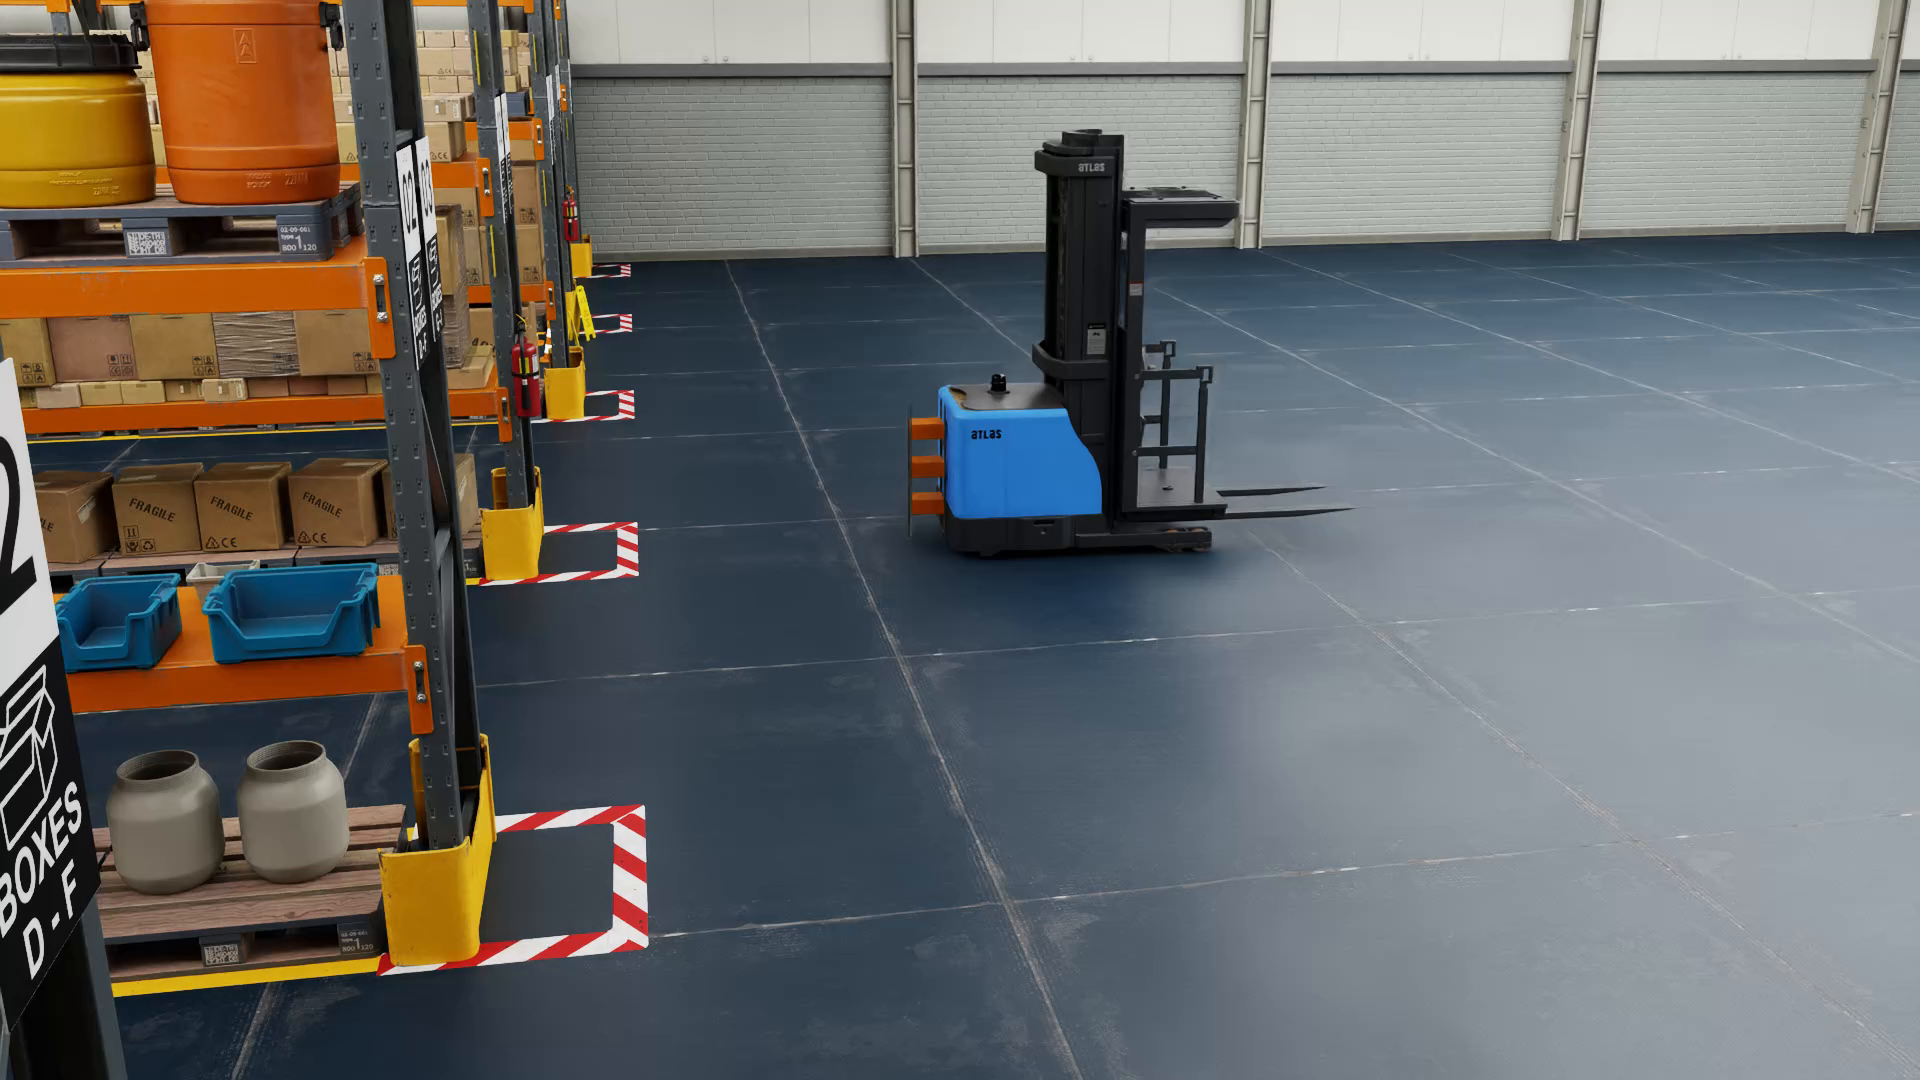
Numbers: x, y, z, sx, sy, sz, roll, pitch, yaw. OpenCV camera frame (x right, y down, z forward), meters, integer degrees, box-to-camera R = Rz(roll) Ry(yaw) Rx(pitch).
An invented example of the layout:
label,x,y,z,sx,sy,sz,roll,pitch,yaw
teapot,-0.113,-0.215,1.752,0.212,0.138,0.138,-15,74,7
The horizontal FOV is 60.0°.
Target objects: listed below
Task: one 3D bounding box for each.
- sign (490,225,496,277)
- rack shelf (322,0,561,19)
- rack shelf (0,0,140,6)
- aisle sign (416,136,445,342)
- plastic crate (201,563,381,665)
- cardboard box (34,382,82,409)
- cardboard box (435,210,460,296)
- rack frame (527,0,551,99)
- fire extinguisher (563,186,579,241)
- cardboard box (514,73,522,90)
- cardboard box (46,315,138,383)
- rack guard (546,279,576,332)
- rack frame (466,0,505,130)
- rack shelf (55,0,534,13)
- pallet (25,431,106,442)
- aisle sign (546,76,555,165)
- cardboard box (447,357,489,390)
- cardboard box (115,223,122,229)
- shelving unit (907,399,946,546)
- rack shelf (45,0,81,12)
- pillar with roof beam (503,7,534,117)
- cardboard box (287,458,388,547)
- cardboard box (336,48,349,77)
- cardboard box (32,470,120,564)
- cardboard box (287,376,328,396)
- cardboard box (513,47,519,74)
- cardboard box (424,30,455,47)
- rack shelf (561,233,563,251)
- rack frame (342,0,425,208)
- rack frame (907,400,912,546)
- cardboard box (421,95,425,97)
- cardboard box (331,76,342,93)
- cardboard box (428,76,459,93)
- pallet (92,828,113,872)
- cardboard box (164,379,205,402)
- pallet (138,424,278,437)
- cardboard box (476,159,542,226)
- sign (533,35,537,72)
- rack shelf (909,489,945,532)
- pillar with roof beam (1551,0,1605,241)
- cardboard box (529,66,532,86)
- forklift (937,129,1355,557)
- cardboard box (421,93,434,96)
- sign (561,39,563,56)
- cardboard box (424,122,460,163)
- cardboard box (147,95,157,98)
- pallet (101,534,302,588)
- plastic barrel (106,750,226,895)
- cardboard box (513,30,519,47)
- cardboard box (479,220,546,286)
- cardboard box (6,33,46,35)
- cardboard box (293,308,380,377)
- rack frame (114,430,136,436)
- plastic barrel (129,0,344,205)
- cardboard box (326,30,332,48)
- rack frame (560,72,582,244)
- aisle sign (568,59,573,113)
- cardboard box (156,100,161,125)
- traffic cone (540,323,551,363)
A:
label,x,y,z,sx,sy,sz,roll,pitch,yaw
sign,-3.032,-1.876,10.800,0.005,0.325,0.100,-3,17,-10
rack shelf,-7.906,-7.841,24.421,4.000,0.370,1.077,-3,17,-10
rack shelf,-11.834,-7.618,23.696,4.000,0.370,1.077,-3,17,-10
aisle sign,-2.163,-1.236,6.799,0.004,0.787,0.394,-3,17,-10
plastic crate,-2.612,0.281,6.542,0.616,0.251,0.499,-3,17,-10
cardboard box,-5.792,-0.966,10.775,0.250,0.149,0.380,-3,17,-10
cardboard box,-3.611,-1.898,11.004,0.500,0.500,0.500,-3,17,-10
rack frame,-3.959,-5.636,15.334,0.127,3.000,1.000,-3,17,-10
fire extinguisher,-4.798,-4.026,20.442,0.183,0.674,0.296,-3,17,-10
cardboard box,-4.357,-4.404,15.973,0.250,0.149,0.380,-3,17,-10
cardboard box,-5.622,-1.381,11.024,0.500,0.500,0.875,-3,17,-10
rack guard,-5.072,-2.990,21.195,0.348,0.500,1.175,-3,17,-10
rack frame,-3.117,-4.200,10.660,0.127,3.000,1.000,-3,17,-10
rack shelf,-5.923,-4.989,15.135,4.000,0.370,1.077,-3,17,-10
pallet,-8.630,-1.147,15.688,1.213,0.211,1.003,-3,17,-10
aisle sign,-3.833,-3.928,15.564,0.004,0.787,0.394,-3,17,-10
cardboard box,-3.358,-1.137,11.332,0.250,0.149,0.380,-3,17,-10
cardboard box,-5.084,-1.816,10.737,0.500,0.500,0.500,-3,17,-10
shelving unit,-0.245,-0.491,12.123,0.252,1.050,0.215,-2,17,-8
rack shelf,-9.850,-4.766,14.410,4.000,0.370,1.077,-3,17,-10
pillar with roof beam,-5.981,-7.468,21.299,0.400,9.000,9.100,-3,17,-10
cardboard box,-4.314,-0.265,11.608,0.500,0.500,0.500,1,17,4
cardboard box,-5.371,-4.358,15.145,0.500,0.250,0.500,-3,17,-11
cardboard box,-6.083,-0.160,11.267,0.500,0.500,0.500,2,17,7
cardboard box,-4.341,-1.083,11.157,0.250,0.149,0.380,-3,17,-10
cardboard box,-4.482,-4.568,15.830,0.500,0.250,0.500,-3,17,-11
cardboard box,-4.722,-4.567,15.148,0.250,0.149,0.380,-3,17,-10
rack shelf,-6.961,-3.734,20.585,4.000,0.370,1.077,-3,17,-10
rack frame,-2.178,-2.772,6.011,0.127,3.000,1.000,-3,17,-10
rack frame,-0.366,-0.486,12.107,0.008,1.050,0.200,-2,17,-8
cardboard box,-3.609,-2.799,10.784,0.250,0.149,0.380,-4,17,-12
cardboard box,-5.719,-4.129,15.080,0.250,0.149,0.380,-3,17,-10
cardboard box,-4.721,-4.186,15.264,0.250,0.149,0.380,-3,17,-10
pallet,-4.237,1.557,6.883,1.213,0.211,1.003,-3,17,-10
cardboard box,-5.070,-1.029,10.982,0.250,0.149,0.380,-3,17,-10
pallet,-7.125,-1.232,15.963,1.213,0.211,1.003,-3,17,-10
cardboard box,-4.331,-3.346,16.003,0.550,0.550,0.875,-3,17,-10
sign,-3.870,-4.430,15.144,0.005,0.325,0.100,-3,17,-10
rack shelf,-0.245,-0.216,12.208,0.240,0.259,0.215,-2,17,-8
pillar with roof beam,11.693,-8.470,24.563,0.400,9.000,9.100,-3,17,-10
cardboard box,-5.542,-5.742,20.539,0.500,0.250,0.500,-4,17,-11
forklift,1.383,-1.459,12.071,3.031,2.935,1.130,-2,17,-8
cardboard box,-3.704,-2.950,11.275,0.250,0.149,0.380,-3,17,-9
sign,-5.853,-7.282,24.430,0.005,0.325,0.100,-3,17,-10
cardboard box,-3.543,-2.594,10.797,0.500,0.250,0.500,-3,17,-9
cardboard box,-5.206,-2.828,10.879,0.250,0.149,0.380,-4,18,-12
pallet,-5.192,0.107,11.604,1.213,0.211,1.003,-3,17,-10
plastic barrel,-3.302,1.171,6.914,0.421,0.512,0.421,0,17,0
cardboard box,-4.347,-4.785,15.856,0.250,0.149,0.380,-3,17,-10
cardboard box,-4.315,-2.806,16.083,0.550,0.550,0.875,-3,17,-10
cardboard box,-13.040,-6.875,23.421,0.500,0.500,0.500,-3,17,-10
cardboard box,-4.131,-1.437,11.205,0.500,0.500,0.875,-3,17,-10
rack frame,-7.886,-2.545,15.489,0.127,3.000,1.000,-3,17,-10
plastic barrel,-2.631,-1.681,6.120,0.708,0.830,0.600,-3,17,-10
cardboard box,-5.723,-4.510,14.961,0.250,0.149,0.380,-3,17,-10
rack frame,-5.943,-5.620,25.500,0.127,3.000,1.000,-3,17,-10
aisle sign,-5.822,-6.782,24.855,0.004,0.787,0.394,-3,17,-10
cardboard box,-4.888,-2.708,10.486,0.250,0.149,0.380,-4,18,-13
traffic cone,-4.630,-2.280,18.946,0.334,0.463,0.336,-3,17,-10
